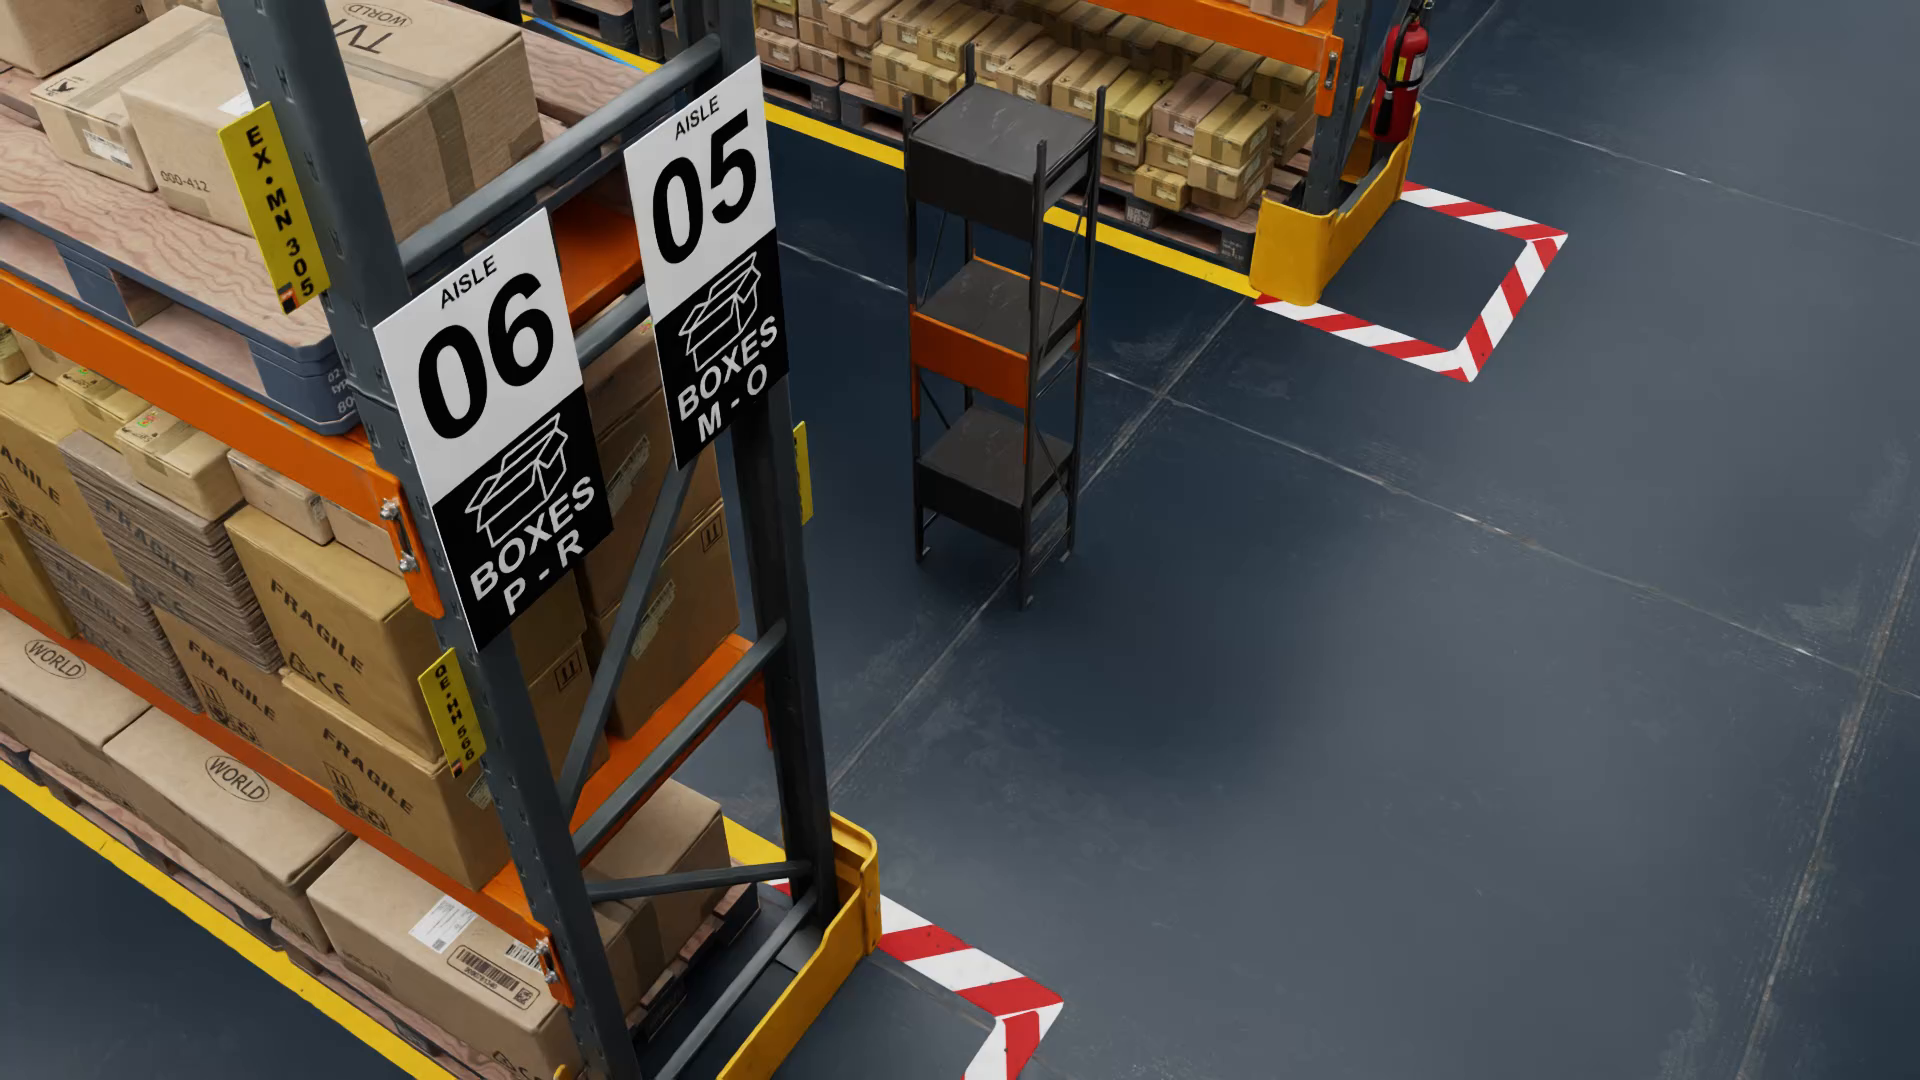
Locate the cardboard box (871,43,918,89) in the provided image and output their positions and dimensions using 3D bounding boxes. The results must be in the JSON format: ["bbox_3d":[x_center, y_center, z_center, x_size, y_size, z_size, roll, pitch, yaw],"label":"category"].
[{"bbox_3d":[-0.250,-2.506,8.581,0.250,0.149,0.380,24,51,22],"label":"cardboard box"}]

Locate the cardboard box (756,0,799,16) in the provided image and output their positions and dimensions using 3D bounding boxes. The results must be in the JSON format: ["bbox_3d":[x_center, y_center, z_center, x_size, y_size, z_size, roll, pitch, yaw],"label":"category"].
[{"bbox_3d":[-0.873,-2.953,8.808,0.250,0.149,0.380,24,50,22],"label":"cardboard box"}]

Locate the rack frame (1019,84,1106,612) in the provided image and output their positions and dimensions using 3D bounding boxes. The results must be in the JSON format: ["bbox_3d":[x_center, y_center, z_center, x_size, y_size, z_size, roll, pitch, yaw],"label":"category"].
[{"bbox_3d":[0.345,-0.573,5.843,0.015,2.100,0.400,25,51,22],"label":"rack frame"}]

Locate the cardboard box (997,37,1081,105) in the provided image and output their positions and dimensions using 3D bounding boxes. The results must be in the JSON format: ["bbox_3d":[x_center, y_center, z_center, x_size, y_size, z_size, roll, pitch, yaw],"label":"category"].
[{"bbox_3d":[0.387,-2.290,8.164,0.250,0.149,0.380,27,51,23],"label":"cardboard box"}]

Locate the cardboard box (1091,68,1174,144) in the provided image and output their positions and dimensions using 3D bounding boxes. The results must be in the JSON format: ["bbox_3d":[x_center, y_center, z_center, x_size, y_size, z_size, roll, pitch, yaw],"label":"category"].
[{"bbox_3d":[0.827,-2.081,7.961,0.250,0.149,0.380,24,50,21],"label":"cardboard box"}]

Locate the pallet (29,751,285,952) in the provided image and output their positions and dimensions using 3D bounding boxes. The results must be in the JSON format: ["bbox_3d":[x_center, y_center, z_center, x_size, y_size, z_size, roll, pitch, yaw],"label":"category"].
[{"bbox_3d":[-2.449,0.750,5.874,1.213,0.211,1.003,25,51,22],"label":"pallet"}]

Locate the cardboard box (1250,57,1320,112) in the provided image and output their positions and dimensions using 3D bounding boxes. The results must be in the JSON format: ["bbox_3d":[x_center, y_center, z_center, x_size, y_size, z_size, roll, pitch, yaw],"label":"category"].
[{"bbox_3d":[1.618,-2.282,8.156,0.250,0.149,0.380,23,50,20],"label":"cardboard box"}]

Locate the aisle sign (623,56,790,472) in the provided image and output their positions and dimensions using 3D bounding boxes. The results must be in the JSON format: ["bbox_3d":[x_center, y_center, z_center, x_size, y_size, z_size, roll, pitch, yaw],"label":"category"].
[{"bbox_3d":[-0.494,-0.539,3.370,0.004,0.787,0.394,25,51,22],"label":"aisle sign"}]

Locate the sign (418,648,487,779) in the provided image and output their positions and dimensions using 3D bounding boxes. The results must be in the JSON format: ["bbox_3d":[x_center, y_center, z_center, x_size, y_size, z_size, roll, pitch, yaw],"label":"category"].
[{"bbox_3d":[-1.016,0.350,3.346,0.005,0.325,0.100,25,51,22],"label":"sign"}]

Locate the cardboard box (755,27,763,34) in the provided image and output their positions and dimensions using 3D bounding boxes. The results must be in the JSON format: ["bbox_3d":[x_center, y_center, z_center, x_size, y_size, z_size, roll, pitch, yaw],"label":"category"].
[{"bbox_3d":[-1.134,-2.777,9.052,0.250,0.149,0.380,26,51,23],"label":"cardboard box"}]

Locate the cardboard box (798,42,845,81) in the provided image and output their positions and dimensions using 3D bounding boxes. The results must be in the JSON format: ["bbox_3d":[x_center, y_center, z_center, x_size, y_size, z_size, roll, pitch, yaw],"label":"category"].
[{"bbox_3d":[-0.656,-2.644,8.923,0.250,0.149,0.380,24,50,21],"label":"cardboard box"}]

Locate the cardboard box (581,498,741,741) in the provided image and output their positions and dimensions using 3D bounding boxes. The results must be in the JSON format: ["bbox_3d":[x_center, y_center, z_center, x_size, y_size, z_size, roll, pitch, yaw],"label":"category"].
[{"bbox_3d":[-0.960,0.120,4.472,0.500,0.500,0.500,24,51,22],"label":"cardboard box"}]

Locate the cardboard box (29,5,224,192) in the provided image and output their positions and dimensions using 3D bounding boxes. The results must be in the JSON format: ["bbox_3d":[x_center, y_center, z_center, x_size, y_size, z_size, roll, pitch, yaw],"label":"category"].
[{"bbox_3d":[-1.535,-0.859,3.214,0.250,0.149,0.380,21,49,19],"label":"cardboard box"}]

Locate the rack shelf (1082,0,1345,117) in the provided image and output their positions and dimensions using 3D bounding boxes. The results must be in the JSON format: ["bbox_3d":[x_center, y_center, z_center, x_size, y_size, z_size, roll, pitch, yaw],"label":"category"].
[{"bbox_3d":[0.193,-3.037,8.111,4.000,0.370,1.077,25,51,22],"label":"rack shelf"}]

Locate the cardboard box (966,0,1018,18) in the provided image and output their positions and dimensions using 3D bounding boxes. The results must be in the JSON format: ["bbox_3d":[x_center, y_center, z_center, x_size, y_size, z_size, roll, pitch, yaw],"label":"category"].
[{"bbox_3d":[0.237,-2.819,8.678,0.250,0.149,0.380,25,51,22],"label":"cardboard box"}]

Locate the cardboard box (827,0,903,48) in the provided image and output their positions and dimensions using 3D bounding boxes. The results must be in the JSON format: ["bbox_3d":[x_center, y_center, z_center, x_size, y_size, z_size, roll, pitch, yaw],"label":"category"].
[{"bbox_3d":[-0.471,-2.718,8.580,0.250,0.149,0.380,26,51,23],"label":"cardboard box"}]

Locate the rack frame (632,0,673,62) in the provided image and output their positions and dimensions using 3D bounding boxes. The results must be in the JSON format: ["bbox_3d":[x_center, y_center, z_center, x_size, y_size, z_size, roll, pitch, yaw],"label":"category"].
[{"bbox_3d":[-1.491,-4.062,8.606,0.127,3.000,1.000,25,51,22],"label":"rack frame"}]

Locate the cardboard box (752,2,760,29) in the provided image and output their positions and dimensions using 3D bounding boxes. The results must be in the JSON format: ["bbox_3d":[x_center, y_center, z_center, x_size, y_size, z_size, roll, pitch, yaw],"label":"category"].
[{"bbox_3d":[-1.097,-2.941,9.004,0.250,0.149,0.380,25,51,22],"label":"cardboard box"}]

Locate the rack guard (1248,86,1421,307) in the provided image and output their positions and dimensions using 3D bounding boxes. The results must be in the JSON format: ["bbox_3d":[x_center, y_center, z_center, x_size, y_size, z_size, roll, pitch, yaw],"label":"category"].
[{"bbox_3d":[1.812,-1.672,8.026,0.348,0.500,1.175,25,51,22],"label":"rack guard"}]

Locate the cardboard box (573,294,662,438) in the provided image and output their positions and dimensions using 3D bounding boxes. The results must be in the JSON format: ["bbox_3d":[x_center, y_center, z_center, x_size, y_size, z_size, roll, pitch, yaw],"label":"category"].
[{"bbox_3d":[-0.861,-0.400,3.828,0.250,0.149,0.380,26,51,23],"label":"cardboard box"}]

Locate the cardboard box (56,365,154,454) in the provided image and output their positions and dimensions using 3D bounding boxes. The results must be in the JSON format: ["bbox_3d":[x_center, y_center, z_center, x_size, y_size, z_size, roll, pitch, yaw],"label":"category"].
[{"bbox_3d":[-1.801,-0.369,3.798,0.250,0.149,0.380,26,51,23],"label":"cardboard box"}]

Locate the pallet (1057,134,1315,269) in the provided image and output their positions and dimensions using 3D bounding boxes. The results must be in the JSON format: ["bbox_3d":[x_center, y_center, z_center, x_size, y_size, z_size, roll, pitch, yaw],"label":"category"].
[{"bbox_3d":[1.147,-1.907,8.456,1.213,0.211,1.003,25,51,22],"label":"pallet"}]

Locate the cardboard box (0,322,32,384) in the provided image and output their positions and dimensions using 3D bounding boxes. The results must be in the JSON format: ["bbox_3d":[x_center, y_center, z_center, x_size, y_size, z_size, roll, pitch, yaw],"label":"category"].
[{"bbox_3d":[-2.225,-0.575,3.998,0.250,0.149,0.380,26,51,23],"label":"cardboard box"}]

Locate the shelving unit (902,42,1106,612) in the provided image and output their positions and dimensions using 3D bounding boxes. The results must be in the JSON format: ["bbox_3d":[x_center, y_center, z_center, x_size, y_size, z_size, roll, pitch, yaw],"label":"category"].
[{"bbox_3d":[0.139,-0.668,5.935,0.503,2.100,0.431,25,51,22],"label":"shelving unit"}]

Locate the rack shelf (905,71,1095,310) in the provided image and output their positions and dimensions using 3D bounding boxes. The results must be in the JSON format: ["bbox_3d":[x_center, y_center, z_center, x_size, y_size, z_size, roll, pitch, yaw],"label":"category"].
[{"bbox_3d":[0.139,-1.146,5.442,0.480,0.518,0.431,25,51,22],"label":"rack shelf"}]

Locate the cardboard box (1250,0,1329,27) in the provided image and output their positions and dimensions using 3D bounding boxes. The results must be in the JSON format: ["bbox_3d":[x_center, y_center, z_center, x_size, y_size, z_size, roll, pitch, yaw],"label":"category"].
[{"bbox_3d":[1.449,-2.382,7.148,0.250,0.149,0.380,25,51,22],"label":"cardboard box"}]

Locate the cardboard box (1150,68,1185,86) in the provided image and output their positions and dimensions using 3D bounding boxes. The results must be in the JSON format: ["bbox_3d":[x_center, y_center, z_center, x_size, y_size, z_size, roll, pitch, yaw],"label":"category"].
[{"bbox_3d":[1.120,-2.309,8.390,0.250,0.149,0.380,25,51,23],"label":"cardboard box"}]

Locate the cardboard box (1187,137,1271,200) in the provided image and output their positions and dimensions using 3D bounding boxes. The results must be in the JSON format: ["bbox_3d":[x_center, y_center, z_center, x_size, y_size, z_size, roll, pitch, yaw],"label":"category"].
[{"bbox_3d":[1.278,-1.802,7.897,0.250,0.149,0.380,23,50,21],"label":"cardboard box"}]

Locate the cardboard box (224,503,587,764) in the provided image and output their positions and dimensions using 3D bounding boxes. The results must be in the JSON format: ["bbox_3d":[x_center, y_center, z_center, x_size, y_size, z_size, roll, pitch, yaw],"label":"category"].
[{"bbox_3d":[-1.246,0.088,3.806,0.500,0.500,0.500,26,51,23],"label":"cardboard box"}]

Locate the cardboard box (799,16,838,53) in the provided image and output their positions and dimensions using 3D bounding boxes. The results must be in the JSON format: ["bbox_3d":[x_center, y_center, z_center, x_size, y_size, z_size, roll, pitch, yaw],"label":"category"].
[{"bbox_3d":[-0.647,-2.763,8.831,0.250,0.149,0.380,22,50,20],"label":"cardboard box"}]

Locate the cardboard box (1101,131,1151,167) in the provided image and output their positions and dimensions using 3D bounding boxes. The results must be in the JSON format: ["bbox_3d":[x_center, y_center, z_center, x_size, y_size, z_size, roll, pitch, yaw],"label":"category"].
[{"bbox_3d":[0.839,-2.002,8.092,0.250,0.149,0.380,23,50,21],"label":"cardboard box"}]

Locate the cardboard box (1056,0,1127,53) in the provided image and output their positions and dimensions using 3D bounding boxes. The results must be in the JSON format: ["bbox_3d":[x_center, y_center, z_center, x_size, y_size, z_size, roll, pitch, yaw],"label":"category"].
[{"bbox_3d":[0.697,-2.650,8.514,0.250,0.149,0.380,27,51,24],"label":"cardboard box"}]

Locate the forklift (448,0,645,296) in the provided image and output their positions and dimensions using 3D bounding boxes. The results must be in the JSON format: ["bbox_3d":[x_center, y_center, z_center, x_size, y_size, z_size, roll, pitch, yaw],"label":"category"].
[{"bbox_3d":[-2.783,-2.728,7.357,3.031,2.935,1.130,32,54,27],"label":"forklift"}]

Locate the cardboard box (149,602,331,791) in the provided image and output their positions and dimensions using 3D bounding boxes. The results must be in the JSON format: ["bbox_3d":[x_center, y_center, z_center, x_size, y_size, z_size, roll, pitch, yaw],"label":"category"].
[{"bbox_3d":[-1.674,0.249,4.347,0.500,0.500,0.500,24,50,21],"label":"cardboard box"}]

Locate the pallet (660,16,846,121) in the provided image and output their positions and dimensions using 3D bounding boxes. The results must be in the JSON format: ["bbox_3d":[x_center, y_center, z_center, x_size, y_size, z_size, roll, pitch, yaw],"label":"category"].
[{"bbox_3d":[-0.907,-2.852,9.374,1.213,0.211,1.003,25,51,22],"label":"pallet"}]

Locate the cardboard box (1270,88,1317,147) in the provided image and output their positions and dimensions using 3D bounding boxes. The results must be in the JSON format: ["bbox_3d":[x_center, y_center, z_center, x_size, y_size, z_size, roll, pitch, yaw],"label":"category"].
[{"bbox_3d":[1.574,-2.128,8.214,0.250,0.149,0.380,27,52,24],"label":"cardboard box"}]

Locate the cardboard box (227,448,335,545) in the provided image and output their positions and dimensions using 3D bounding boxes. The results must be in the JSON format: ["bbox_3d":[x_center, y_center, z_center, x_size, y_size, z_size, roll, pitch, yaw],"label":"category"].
[{"bbox_3d":[-1.348,-0.197,3.631,0.250,0.149,0.380,26,51,23],"label":"cardboard box"}]

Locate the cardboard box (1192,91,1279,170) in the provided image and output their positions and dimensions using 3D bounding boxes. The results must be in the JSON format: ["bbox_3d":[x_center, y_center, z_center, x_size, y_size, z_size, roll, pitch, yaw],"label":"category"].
[{"bbox_3d":[1.294,-1.926,7.810,0.250,0.149,0.380,25,51,23],"label":"cardboard box"}]

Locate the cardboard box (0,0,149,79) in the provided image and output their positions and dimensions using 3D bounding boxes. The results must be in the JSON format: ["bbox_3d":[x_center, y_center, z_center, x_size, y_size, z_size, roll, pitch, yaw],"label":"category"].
[{"bbox_3d":[-1.944,-1.291,3.521,0.500,0.311,0.500,26,51,23],"label":"cardboard box"}]

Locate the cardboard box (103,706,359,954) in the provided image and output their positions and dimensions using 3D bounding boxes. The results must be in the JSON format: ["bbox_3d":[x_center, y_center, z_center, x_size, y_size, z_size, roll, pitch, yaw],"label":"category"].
[{"bbox_3d":[-2.096,0.716,5.456,0.875,0.438,0.875,26,51,23],"label":"cardboard box"}]

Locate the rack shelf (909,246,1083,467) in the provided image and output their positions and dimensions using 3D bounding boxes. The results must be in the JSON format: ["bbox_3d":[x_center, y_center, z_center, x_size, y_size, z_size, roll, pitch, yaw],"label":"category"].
[{"bbox_3d":[0.139,-0.658,5.944,0.480,0.518,0.431,25,51,22],"label":"rack shelf"}]

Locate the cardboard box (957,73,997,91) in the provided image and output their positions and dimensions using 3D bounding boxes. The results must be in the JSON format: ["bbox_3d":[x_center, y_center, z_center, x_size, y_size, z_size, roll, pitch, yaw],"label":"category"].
[{"bbox_3d":[0.191,-2.305,8.386,0.250,0.149,0.380,27,52,24],"label":"cardboard box"}]

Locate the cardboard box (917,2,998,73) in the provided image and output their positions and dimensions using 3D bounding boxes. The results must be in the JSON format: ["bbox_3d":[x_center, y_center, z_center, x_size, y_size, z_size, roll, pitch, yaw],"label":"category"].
[{"bbox_3d":[-0.011,-2.543,8.410,0.250,0.149,0.380,25,51,22],"label":"cardboard box"}]

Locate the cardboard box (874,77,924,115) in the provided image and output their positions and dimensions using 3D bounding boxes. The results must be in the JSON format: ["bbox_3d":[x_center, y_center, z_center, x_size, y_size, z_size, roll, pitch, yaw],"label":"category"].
[{"bbox_3d":[-0.244,-2.402,8.688,0.250,0.149,0.380,23,50,21],"label":"cardboard box"}]

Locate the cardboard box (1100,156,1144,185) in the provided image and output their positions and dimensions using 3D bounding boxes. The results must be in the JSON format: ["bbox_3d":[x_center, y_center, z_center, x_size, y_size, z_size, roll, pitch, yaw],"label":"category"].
[{"bbox_3d":[0.873,-1.937,8.236,0.250,0.149,0.380,24,51,22],"label":"cardboard box"}]

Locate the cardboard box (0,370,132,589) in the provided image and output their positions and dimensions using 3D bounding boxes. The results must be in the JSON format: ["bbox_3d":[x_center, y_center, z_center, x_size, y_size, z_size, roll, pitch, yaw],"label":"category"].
[{"bbox_3d":[-2.116,-0.290,4.174,0.500,0.500,0.500,24,51,22],"label":"cardboard box"}]

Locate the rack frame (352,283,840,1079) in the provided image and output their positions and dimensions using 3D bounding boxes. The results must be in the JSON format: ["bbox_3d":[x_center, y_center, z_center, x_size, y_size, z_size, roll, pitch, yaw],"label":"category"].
[{"bbox_3d":[-0.711,0.514,4.159,0.127,3.000,1.000,25,51,22],"label":"rack frame"}]

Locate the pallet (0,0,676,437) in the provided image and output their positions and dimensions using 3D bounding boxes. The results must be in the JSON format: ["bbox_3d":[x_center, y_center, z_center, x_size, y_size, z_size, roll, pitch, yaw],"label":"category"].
[{"bbox_3d":[-1.341,-0.782,3.388,1.213,0.211,1.003,25,51,22],"label":"pallet"}]

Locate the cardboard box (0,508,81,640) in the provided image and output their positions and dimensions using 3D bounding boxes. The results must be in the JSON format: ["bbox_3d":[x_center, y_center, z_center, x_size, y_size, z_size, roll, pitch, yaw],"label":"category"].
[{"bbox_3d":[-2.554,-0.137,4.722,0.500,0.500,0.500,26,51,23],"label":"cardboard box"}]

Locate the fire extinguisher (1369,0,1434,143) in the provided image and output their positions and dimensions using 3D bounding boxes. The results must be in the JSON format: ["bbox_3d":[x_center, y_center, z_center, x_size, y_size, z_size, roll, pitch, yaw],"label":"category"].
[{"bbox_3d":[1.839,-1.980,6.897,0.183,0.674,0.296,25,51,22],"label":"fire extinguisher"}]

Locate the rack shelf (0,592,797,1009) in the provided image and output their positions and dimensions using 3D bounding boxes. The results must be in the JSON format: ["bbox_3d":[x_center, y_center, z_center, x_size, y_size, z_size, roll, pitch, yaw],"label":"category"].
[{"bbox_3d":[-2.395,-0.010,5.170,4.000,0.370,1.077,25,51,22],"label":"rack shelf"}]

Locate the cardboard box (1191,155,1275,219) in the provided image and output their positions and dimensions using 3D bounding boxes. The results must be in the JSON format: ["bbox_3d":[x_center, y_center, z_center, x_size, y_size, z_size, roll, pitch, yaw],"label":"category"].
[{"bbox_3d":[1.320,-1.744,8.048,0.250,0.149,0.380,26,51,23],"label":"cardboard box"}]

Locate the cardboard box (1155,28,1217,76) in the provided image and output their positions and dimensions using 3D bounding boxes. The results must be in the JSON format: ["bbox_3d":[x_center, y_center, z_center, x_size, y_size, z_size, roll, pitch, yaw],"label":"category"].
[{"bbox_3d":[1.179,-2.491,8.359,0.250,0.149,0.380,25,51,22],"label":"cardboard box"}]
